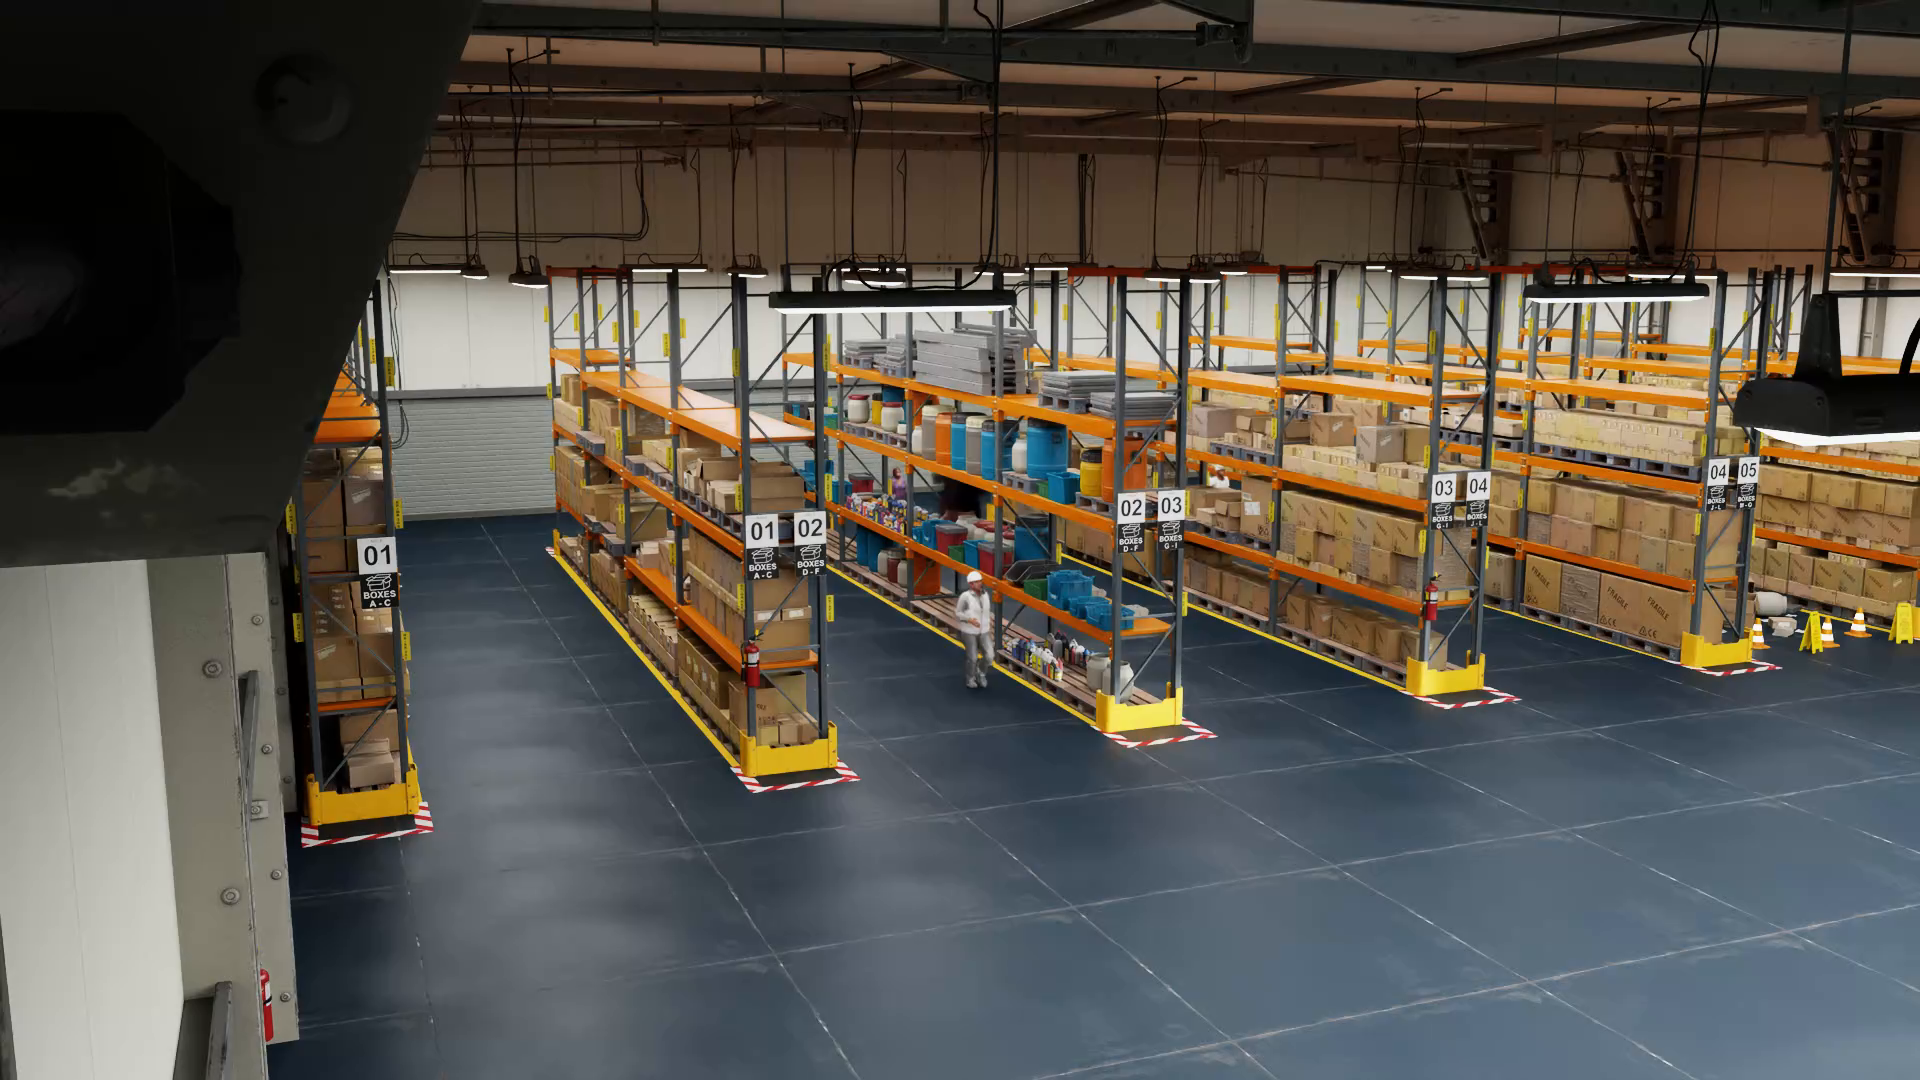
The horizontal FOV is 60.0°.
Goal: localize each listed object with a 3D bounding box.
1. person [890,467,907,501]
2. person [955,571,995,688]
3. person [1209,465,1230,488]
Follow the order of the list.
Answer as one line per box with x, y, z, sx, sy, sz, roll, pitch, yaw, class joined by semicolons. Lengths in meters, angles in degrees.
-1.380;-0.800;36.655;0.536;1.631;0.694;-6;11;-30;person
0.245;1.318;24.035;0.661;1.747;0.638;-5;11;-25;person
5.640;-0.780;36.085;0.701;1.747;0.880;-5;11;-25;person
